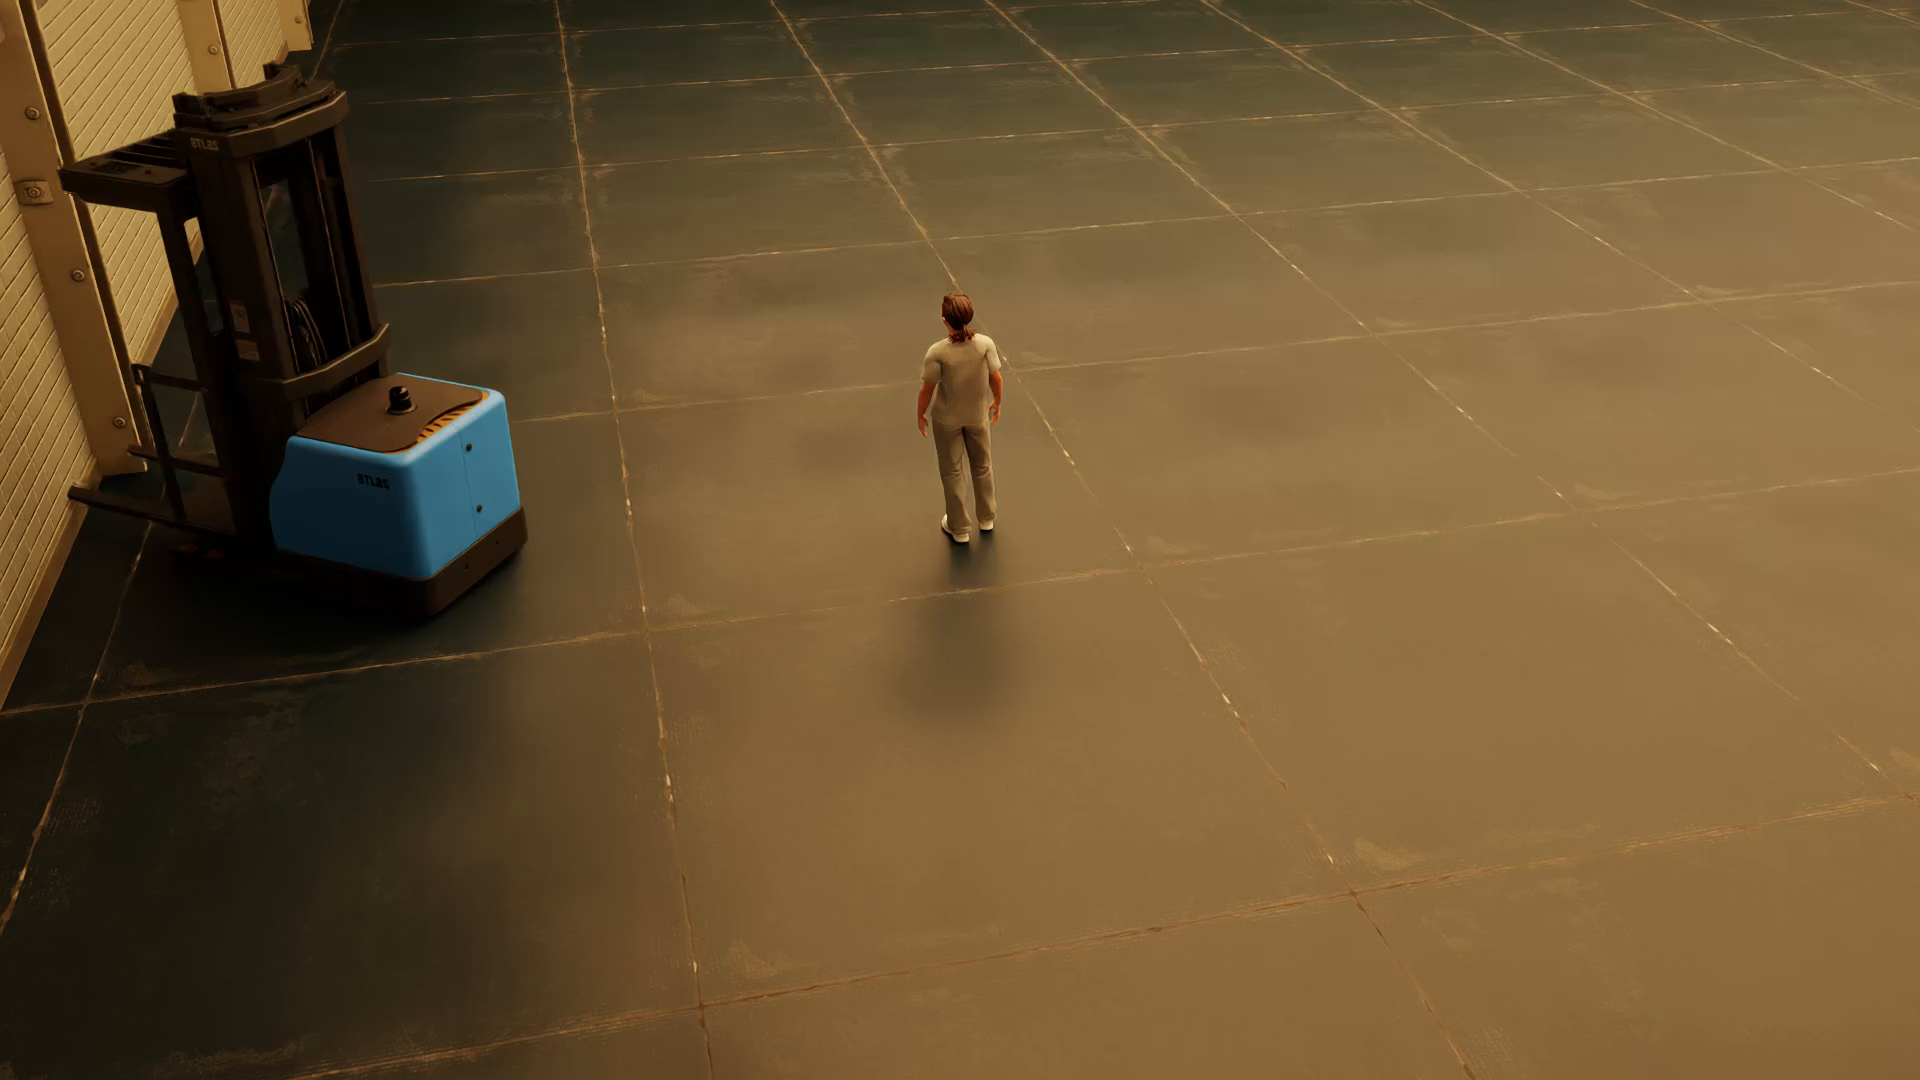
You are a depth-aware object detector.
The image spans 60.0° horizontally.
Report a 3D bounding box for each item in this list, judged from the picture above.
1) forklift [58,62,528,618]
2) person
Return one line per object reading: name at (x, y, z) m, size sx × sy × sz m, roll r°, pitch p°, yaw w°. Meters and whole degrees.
forklift at (-4.264, -1.272, 9.772) m, size 3.031 × 2.935 × 1.130 m, roll 11°, pitch 32°, yaw 18°
person at (-0.004, -0.769, 10.142) m, size 0.549 × 1.673 × 0.548 m, roll -7°, pitch 31°, yaw -12°
